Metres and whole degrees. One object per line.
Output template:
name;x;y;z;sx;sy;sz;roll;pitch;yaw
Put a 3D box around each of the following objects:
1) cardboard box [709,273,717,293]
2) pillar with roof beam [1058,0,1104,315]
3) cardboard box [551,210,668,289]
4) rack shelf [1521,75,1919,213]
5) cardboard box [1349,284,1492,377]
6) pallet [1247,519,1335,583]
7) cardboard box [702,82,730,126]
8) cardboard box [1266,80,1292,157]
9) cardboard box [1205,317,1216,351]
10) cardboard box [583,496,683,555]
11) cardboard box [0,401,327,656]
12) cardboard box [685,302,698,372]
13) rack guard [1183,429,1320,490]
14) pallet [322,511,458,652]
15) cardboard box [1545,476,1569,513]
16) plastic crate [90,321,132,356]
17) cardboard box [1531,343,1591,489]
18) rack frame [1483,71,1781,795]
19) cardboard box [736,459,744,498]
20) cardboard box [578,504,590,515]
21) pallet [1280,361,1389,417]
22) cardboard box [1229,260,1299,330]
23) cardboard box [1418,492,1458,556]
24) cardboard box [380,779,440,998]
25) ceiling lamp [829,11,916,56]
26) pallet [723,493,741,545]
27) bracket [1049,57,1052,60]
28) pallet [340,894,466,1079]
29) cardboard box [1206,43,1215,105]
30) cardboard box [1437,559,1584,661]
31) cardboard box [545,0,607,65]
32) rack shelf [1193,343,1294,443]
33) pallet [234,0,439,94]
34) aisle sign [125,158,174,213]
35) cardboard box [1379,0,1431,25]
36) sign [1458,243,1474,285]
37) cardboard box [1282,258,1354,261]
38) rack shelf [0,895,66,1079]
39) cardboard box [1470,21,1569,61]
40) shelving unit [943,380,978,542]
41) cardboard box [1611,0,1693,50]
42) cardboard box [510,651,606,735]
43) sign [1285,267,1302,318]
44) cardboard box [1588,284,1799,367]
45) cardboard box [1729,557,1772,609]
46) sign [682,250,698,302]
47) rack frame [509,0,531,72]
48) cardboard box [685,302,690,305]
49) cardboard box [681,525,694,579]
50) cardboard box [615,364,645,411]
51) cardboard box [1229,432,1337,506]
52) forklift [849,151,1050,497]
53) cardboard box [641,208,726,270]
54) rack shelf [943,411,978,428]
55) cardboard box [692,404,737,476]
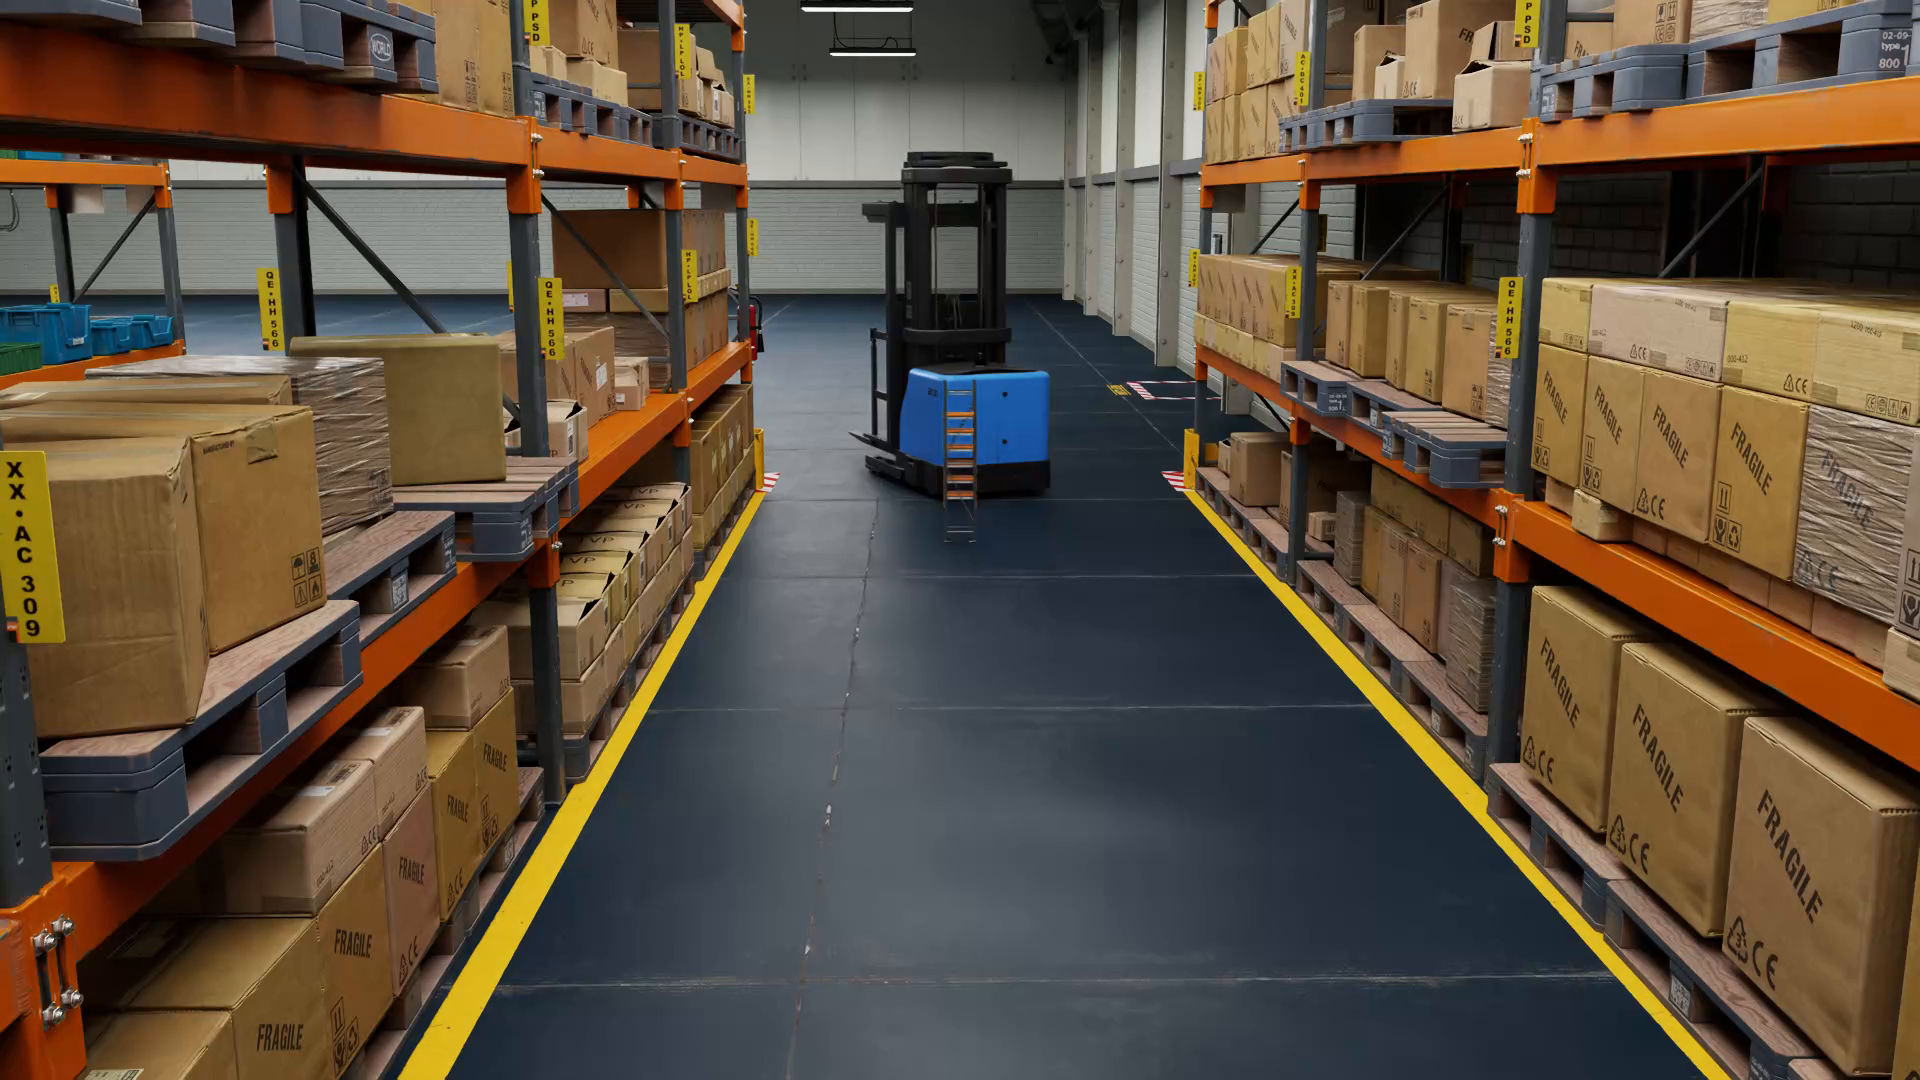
cardboard box;-2.130;-2.031;13.140;0.380;0.149;0.250;0;11;1
pillar with roof beam;-1.317;-9.523;36.864;9.100;9.000;0.548;0;11;-1
cardboard box;-2.282;-1.922;10.973;0.700;0.500;0.500;0;11;-1
rack shelf;2.810;-1.095;4.675;1.077;0.370;4.000;0;11;-1
cardboard box;2.667;-1.222;9.680;0.700;0.500;0.500;1;12;5
pallet;2.637;0.063;11.716;1.003;0.211;1.213;0;11;-1
cardboard box;-2.050;-3.306;12.583;0.500;0.311;0.500;1;12;6
cardboard box;2.431;-2.899;11.456;0.500;0.500;0.500;-1;12;-6
cardboard box;2.321;-1.700;13.720;0.500;0.250;0.500;-1;11;-3
cardboard box;-1.954;-0.099;9.952;0.500;0.311;0.500;0;11;0
cardboard box;-1.965;-0.045;3.928;0.700;0.500;0.500;2;12;8
cardboard box;-2.306;-1.490;12.110;0.700;0.500;0.500;0;11;0
rack guard;2.605;-0.725;14.874;1.175;0.500;0.348;0;11;-1
pallet;-2.139;0.127;4.871;1.003;0.211;1.213;0;11;-1
cardboard box;2.544;-0.195;6.557;0.380;0.149;0.250;0;11;-2
plastic crate;-6.984;-1.624;13.394;0.499;0.251;0.408;0;11;-1
cardboard box;2.523;-0.482;6.339;0.500;0.500;0.500;0;11;1
rack frame;2.769;-0.375;6.862;1.000;3.000;0.127;0;11;-1
cardboard box;-2.008;-0.498;13.329;0.500;0.250;0.500;0;11;-1
cardboard box;-2.502;-0.099;9.952;0.500;0.311;0.500;0;11;-2
pallet;2.556;-0.923;10.048;1.003;0.211;1.213;0;11;-1
cardboard box;2.340;-1.869;12.668;0.500;0.500;0.500;0;11;1
cardboard box;2.737;-0.091;8.760;0.500;0.250;0.500;0;11;-1
cardboard box;-1.902;1.048;5.030;0.500;0.500;0.500;-1;11;-3
ceiling lamp;-2.017;-12.805;38.363;2.000;3.185;0.800;0;11;-1
pallet;-2.269;-0.184;12.933;1.003;0.211;1.213;0;11;-1
bracket;2.463;-12.932;44.615;0.076;0.066;3.189;0;11;-1
pallet;-2.184;1.404;5.110;1.003;0.211;1.213;0;11;-1
cardboard box;2.369;-3.906;13.908;0.500;0.500;0.500;-1;12;-5
cardboard box;2.807;0.389;8.278;0.700;0.500;0.500;0;11;-1
cardboard box;-2.258;-2.883;9.115;0.500;0.500;0.500;1;12;4
rack shelf;2.645;-1.215;12.812;1.077;0.370;4.000;0;11;-1
pallet;-2.069;-1.272;4.215;1.213;0.211;1.003;0;11;-1
aisle sign;-7.006;-3.214;14.318;0.394;0.787;0.004;0;11;-1
cardboard box;2.962;-3.287;10.857;0.500;0.500;0.500;0;11;0
sign;3.241;-1.740;10.681;0.100;0.325;0.005;0;11;-1
cardboard box;2.841;-1.973;13.181;0.500;0.500;0.500;-1;11;-3
rack shelf;-2.060;1.192;0.950;1.077;0.370;4.000;0;11;-1
cardboard box;2.835;-2.163;7.823;0.797;0.503;0.637;1;12;7
shelving unit;0.000;-0.591;12.454;0.258;1.200;0.189;0;11;-1
cardboard box;2.836;-2.015;6.045;0.700;0.500;0.500;-1;12;-6
cardboard box;-1.901;0.683;7.508;0.500;0.250;0.500;0;11;-1
sign;2.144;-1.590;10.676;0.100;0.325;0.005;0;11;-1
cardboard box;2.532;-0.749;5.769;0.500;0.250;0.500;0;11;-2
cardboard box;2.587;0.110;5.055;0.380;0.149;0.250;0;11;-1
sign;-1.724;-1.682;10.590;0.100;0.325;0.005;0;11;-1
rack frame;-2.184;-3.294;6.161;1.000;3.000;0.127;0;11;-1
cardboard box;-2.098;-1.723;11.625;0.380;0.149;0.250;0;11;-2
cardboard box;-1.968;0.074;10.508;0.500;0.250;0.500;0;11;-2
cardboard box;-2.065;-0.909;9.833;0.396;0.266;0.258;-1;11;-3
cardboard box;2.505;-0.558;12.947;0.700;0.500;0.500;-1;12;-5
forklift;-0.242;-2.060;15.343;1.130;2.935;3.031;-5;12;-22
cardboard box;-2.351;-2.525;13.948;0.700;0.500;0.500;0;11;-1
rack shelf;0.000;-0.900;12.391;0.258;0.103;0.180;0;11;-1
cardboard box;-1.996;-0.766;12.764;0.500;0.500;0.500;0;11;-1
